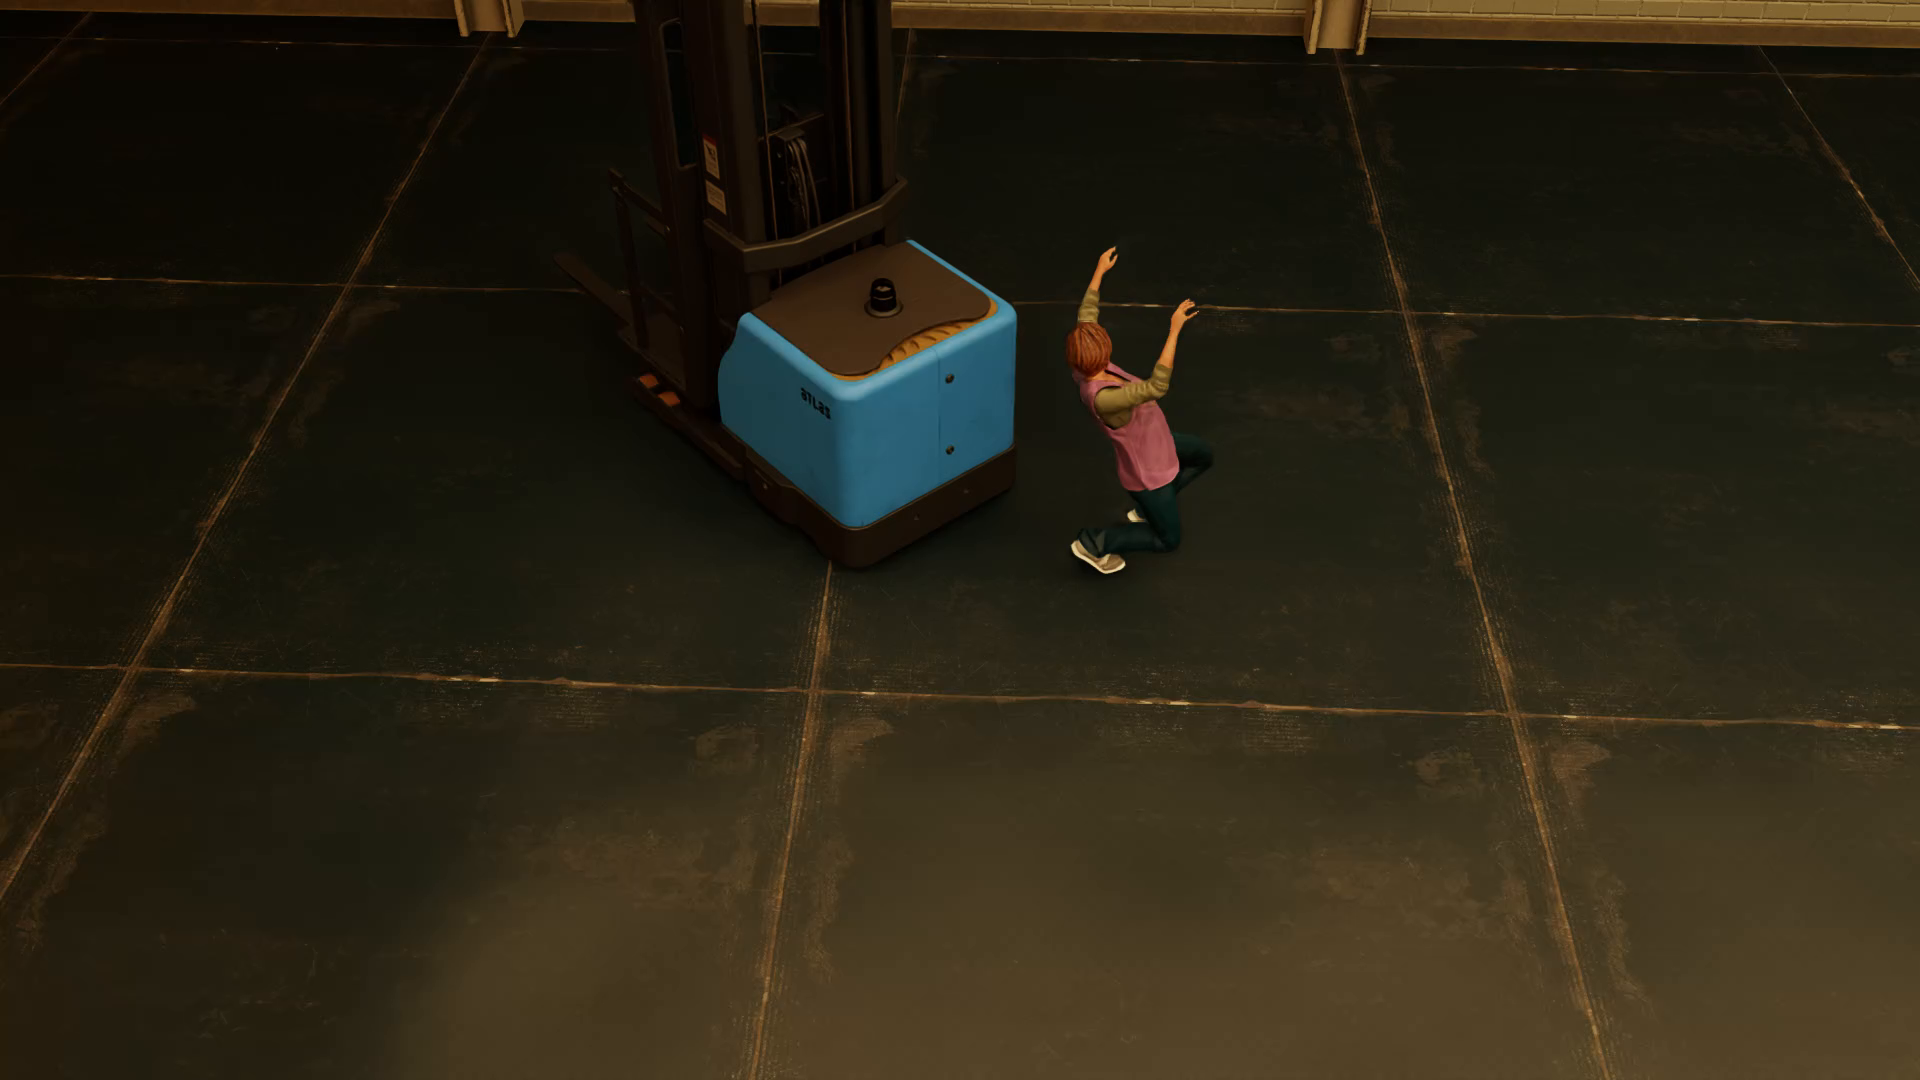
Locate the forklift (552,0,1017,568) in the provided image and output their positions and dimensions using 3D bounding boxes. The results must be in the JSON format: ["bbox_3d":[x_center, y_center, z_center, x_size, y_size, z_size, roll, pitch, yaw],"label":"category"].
[{"bbox_3d":[-1.060,-1.879,7.801,1.130,2.935,3.031,-30,50,-28],"label":"forklift"}]

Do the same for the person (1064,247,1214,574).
[{"bbox_3d":[0.805,-0.568,7.431,0.728,1.505,0.932,0,42,0],"label":"person"}]
